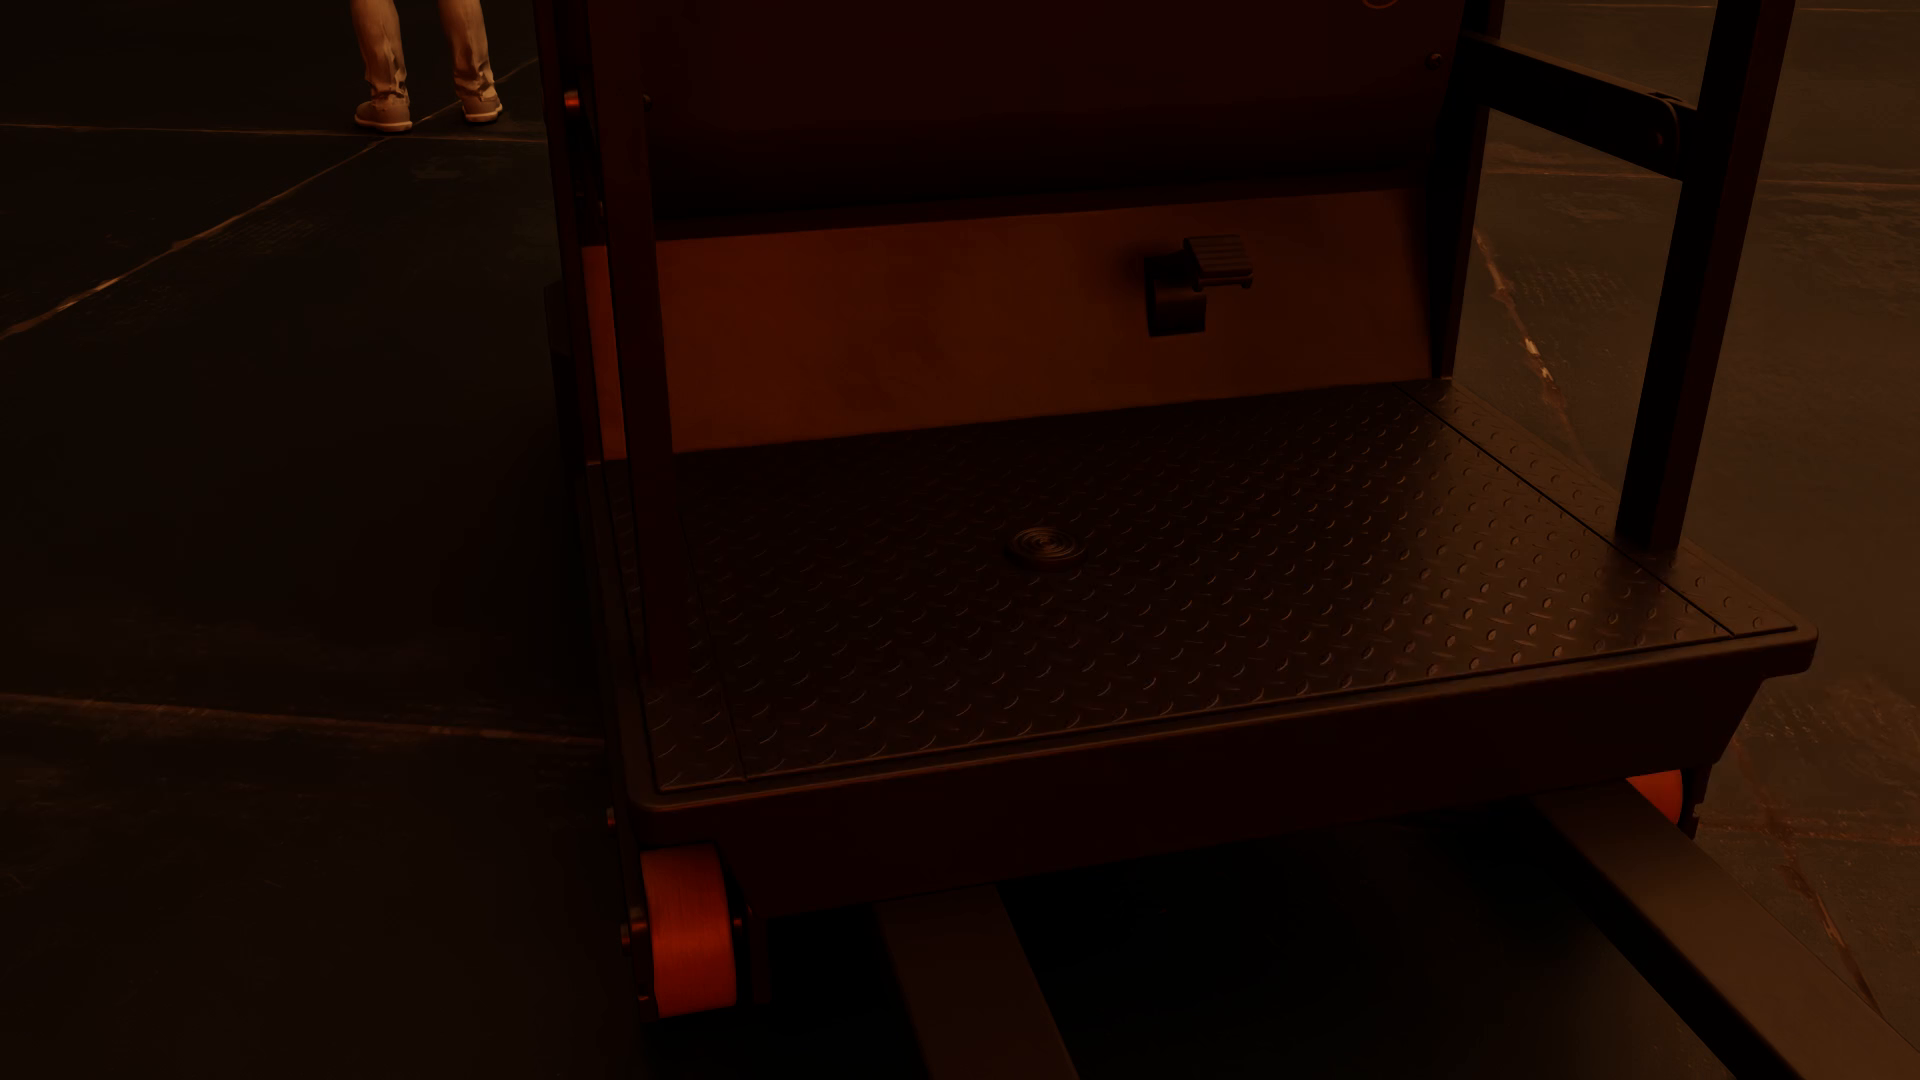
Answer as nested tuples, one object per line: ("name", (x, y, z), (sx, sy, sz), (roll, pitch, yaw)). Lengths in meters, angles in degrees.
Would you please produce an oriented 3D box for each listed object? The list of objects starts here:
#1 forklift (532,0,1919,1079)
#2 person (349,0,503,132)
("forklift", (0.153, -1.049, 1.319), (1.130, 2.935, 3.031), (-7, 27, -13))
("person", (-1.619, -1.992, 4.633), (0.542, 1.662, 0.375), (-15, 30, -28))
